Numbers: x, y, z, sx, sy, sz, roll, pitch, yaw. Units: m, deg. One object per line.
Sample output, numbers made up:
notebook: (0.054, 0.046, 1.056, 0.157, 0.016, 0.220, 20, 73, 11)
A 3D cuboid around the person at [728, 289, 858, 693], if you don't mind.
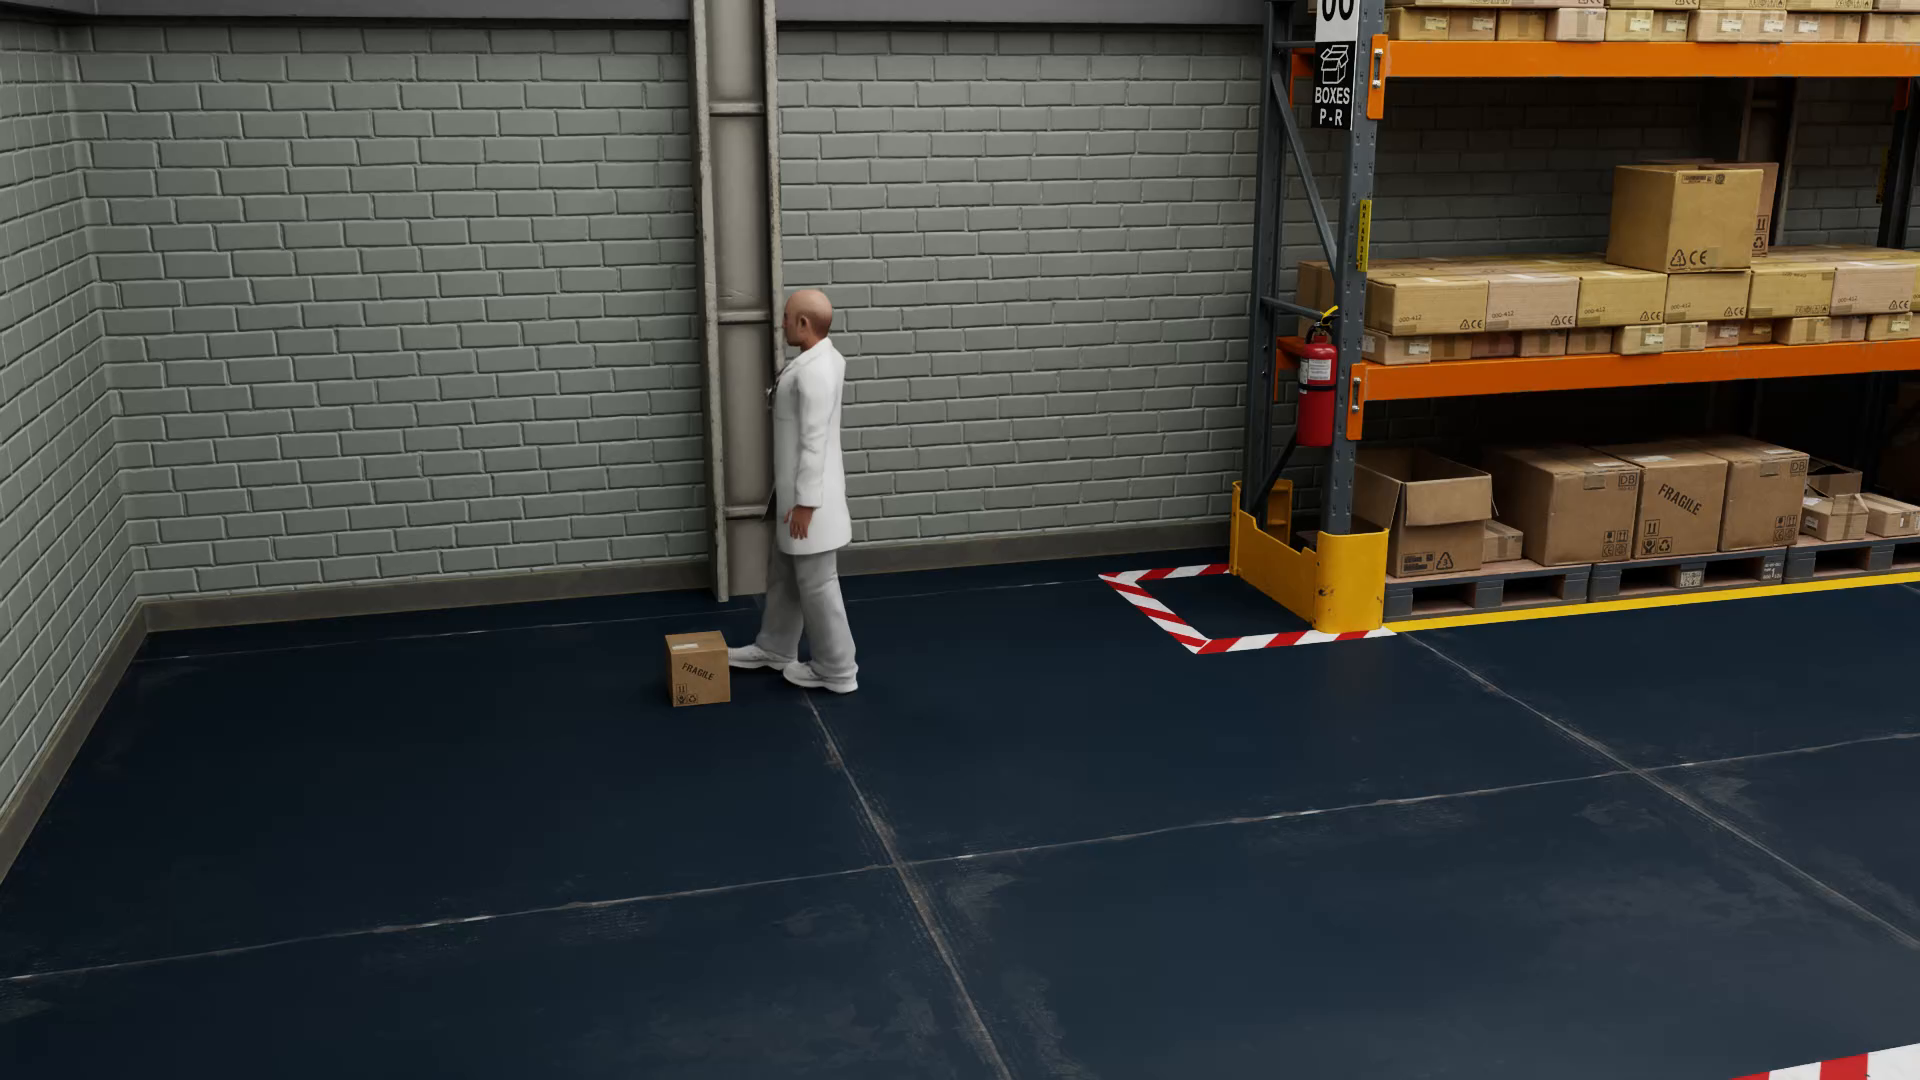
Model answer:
person: (-0.786, -0.213, 7.290, 0.667, 1.774, 0.593, 0, 16, 1)
